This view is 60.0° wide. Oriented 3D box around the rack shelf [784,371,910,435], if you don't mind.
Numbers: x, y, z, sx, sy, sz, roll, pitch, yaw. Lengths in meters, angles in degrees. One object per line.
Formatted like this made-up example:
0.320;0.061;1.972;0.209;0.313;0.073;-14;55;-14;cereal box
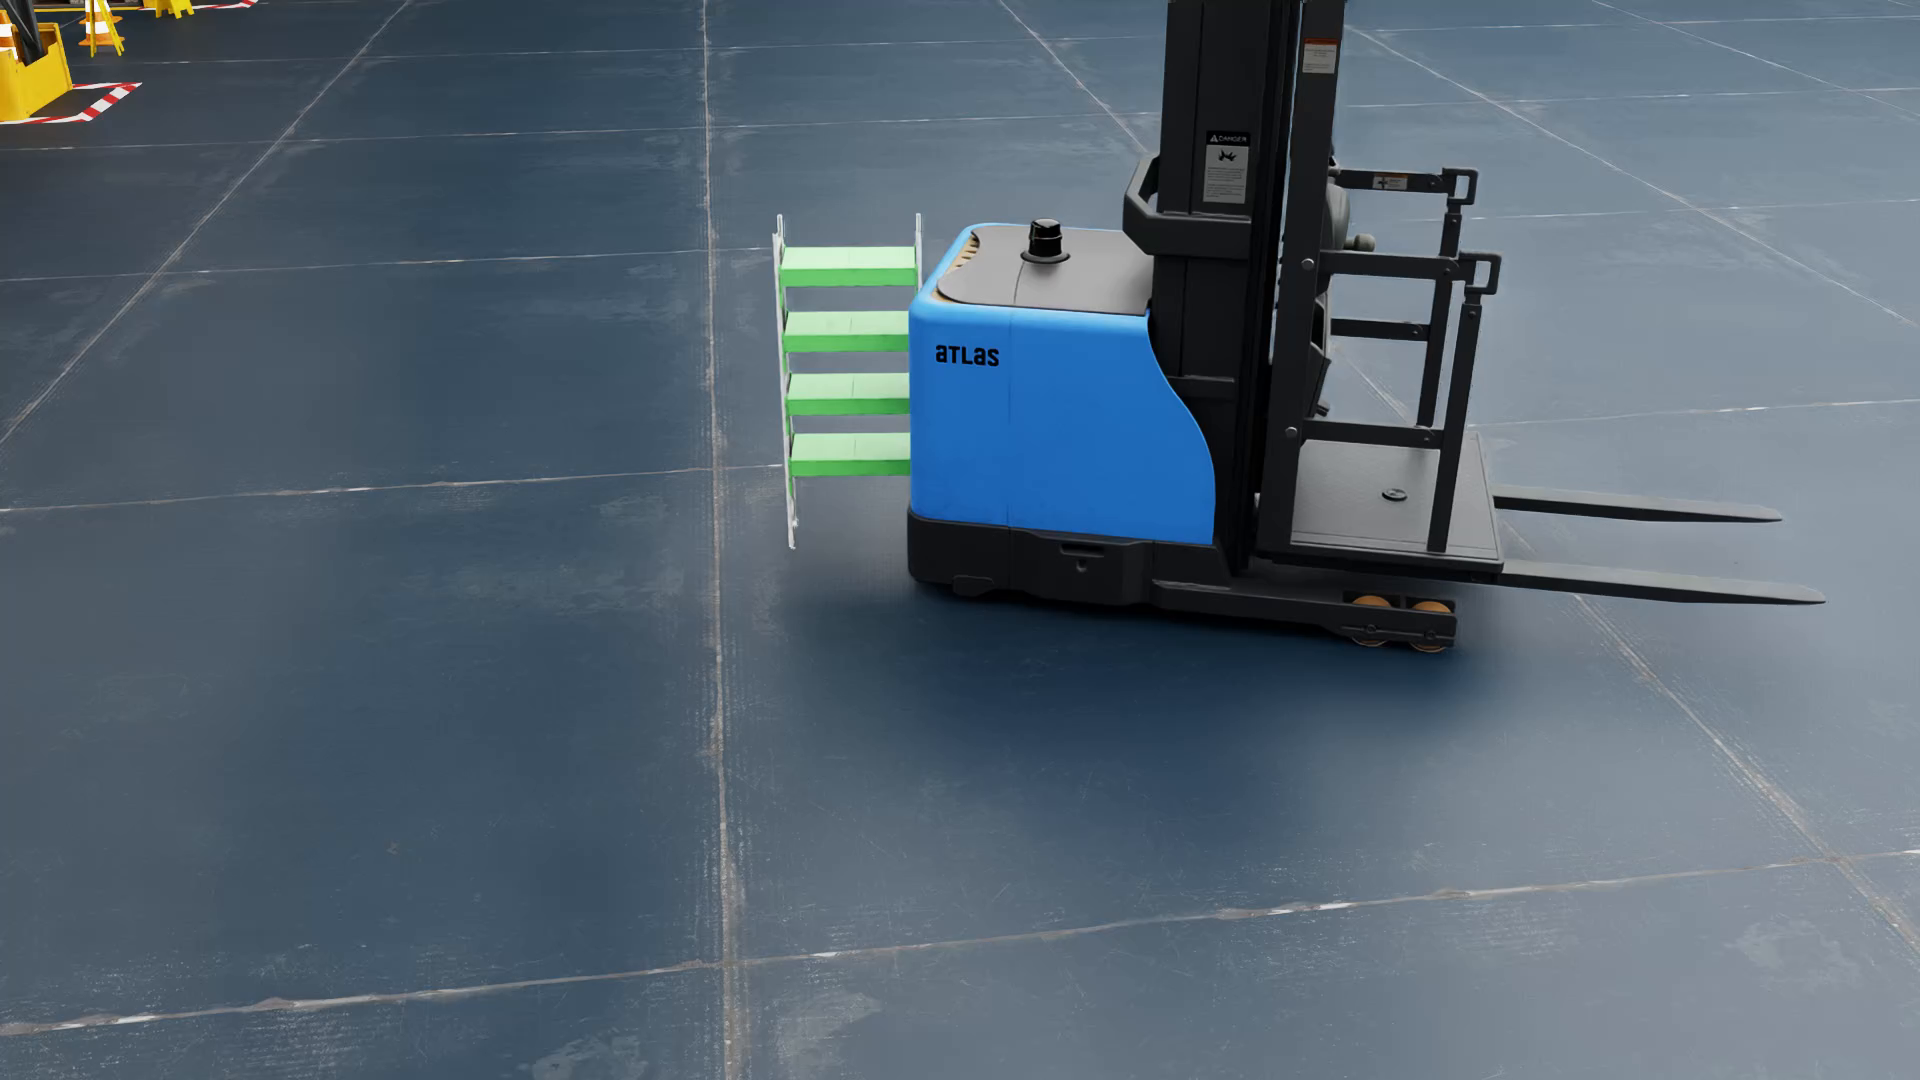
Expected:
-0.387;-0.502;6.055;0.480;0.148;0.258;-1;27;-1;rack shelf

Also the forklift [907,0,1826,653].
1.386;-1.196;5.370;3.031;2.935;1.130;5;28;10;forklift

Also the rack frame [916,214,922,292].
-0.143;-0.562;6.031;0.015;1.200;0.240;-1;27;-1;rack frame

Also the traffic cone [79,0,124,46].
-7.743;-4.698;14.899;0.334;0.463;0.336;-4;27;-7;traffic cone

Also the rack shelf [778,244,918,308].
-0.387;-0.929;5.836;0.480;0.148;0.258;-1;27;-1;rack shelf

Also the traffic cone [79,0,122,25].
-8.235;-5.178;15.835;0.334;0.463;0.336;-4;27;-7;traffic cone

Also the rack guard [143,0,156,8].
-8.064;-5.800;17.007;0.348;0.500;1.175;-4;27;-7;rack guard

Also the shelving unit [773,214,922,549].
-0.387;-0.559;6.026;0.503;1.200;0.258;-1;27;-1;shelving unit

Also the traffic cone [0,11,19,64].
-7.922;-4.165;13.861;0.334;0.463;0.336;-4;27;-7;traffic cone

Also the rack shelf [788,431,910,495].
-0.387;-0.289;6.164;0.480;0.148;0.258;-1;27;-1;rack shelf

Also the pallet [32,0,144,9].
-8.873;-5.636;17.003;1.213;0.211;1.003;-4;27;-7;pallet

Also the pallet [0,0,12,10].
-10.079;-5.560;16.855;1.213;0.211;1.003;-4;27;-7;pallet

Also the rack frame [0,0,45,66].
-7.199;-4.686;12.097;0.127;3.000;1.000;-4;27;-7;rack frame

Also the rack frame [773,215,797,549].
-0.631;-0.556;6.020;0.015;1.200;0.240;-1;27;-1;rack frame

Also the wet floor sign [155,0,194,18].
-7.651;-5.398;16.064;0.232;0.644;0.267;6;28;11;wet floor sign

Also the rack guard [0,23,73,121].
-7.175;-3.575;12.670;0.348;0.500;1.175;-4;27;-7;rack guard

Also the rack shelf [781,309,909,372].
-0.387;-0.716;5.945;0.480;0.148;0.258;-1;27;-1;rack shelf

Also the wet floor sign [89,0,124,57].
-7.446;-4.535;14.382;0.232;0.644;0.267;-8;28;-16;wet floor sign
